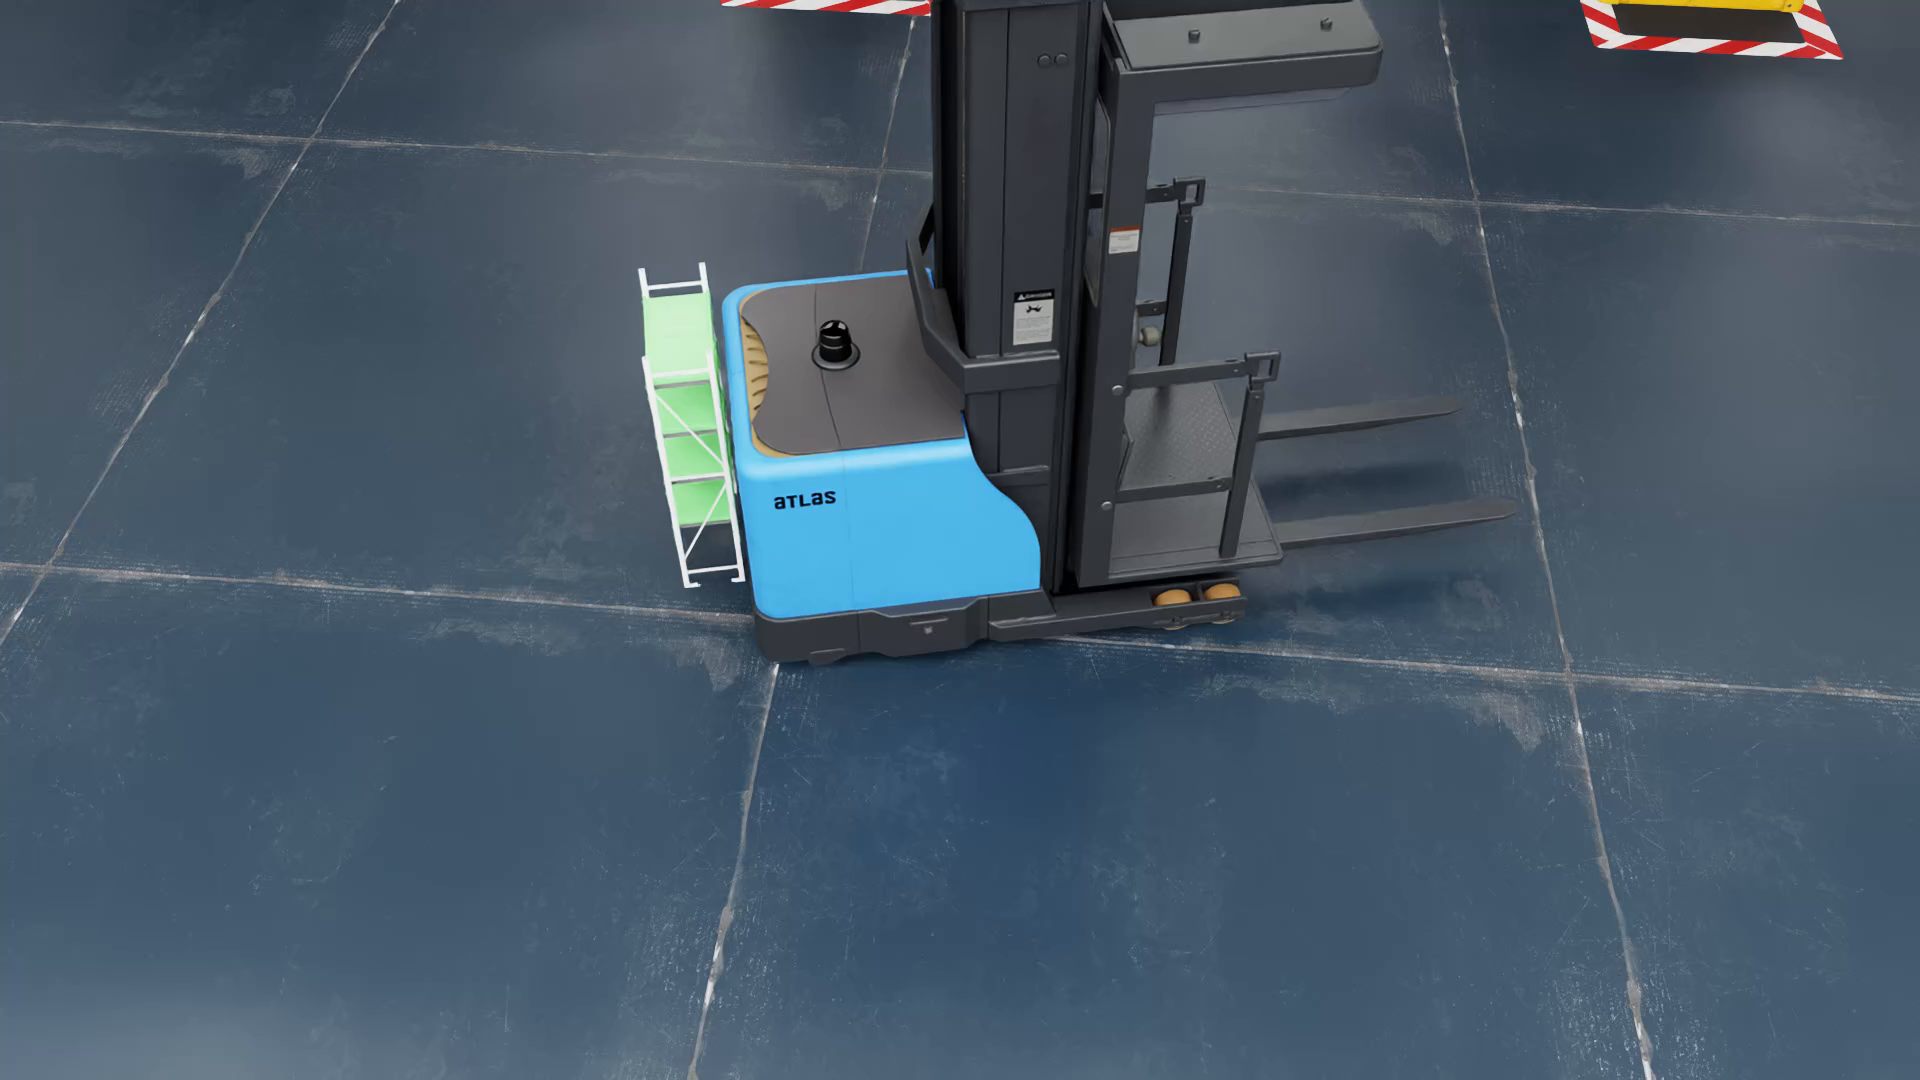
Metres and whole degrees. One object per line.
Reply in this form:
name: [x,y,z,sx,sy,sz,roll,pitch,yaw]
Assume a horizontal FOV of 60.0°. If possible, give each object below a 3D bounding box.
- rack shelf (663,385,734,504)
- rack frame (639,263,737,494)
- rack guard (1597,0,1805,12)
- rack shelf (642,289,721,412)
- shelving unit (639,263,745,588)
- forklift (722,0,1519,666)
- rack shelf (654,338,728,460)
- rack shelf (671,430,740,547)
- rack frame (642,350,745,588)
rack shelf: [-1.013,-0.368,6.386,0.258,0.148,0.480,-7,48,-6]
rack frame: [-1.050,-0.589,6.501,0.240,1.200,0.015,-7,48,-6]
rack guard: [4.276,-3.359,9.510,1.175,0.500,0.348,4,48,4]
rack shelf: [-1.013,-0.692,6.032,0.258,0.148,0.480,-7,48,-6]
shelving unit: [-1.013,-0.411,6.339,0.258,1.200,0.503,-7,48,-6]
forklift: [0.664,-1.022,5.725,3.031,2.935,1.130,-7,48,-6]
rack shelf: [-1.013,-0.530,6.209,0.258,0.148,0.480,-7,48,-6]
rack shelf: [-1.013,-0.206,6.563,0.258,0.148,0.480,-7,48,-6]
rack frame: [-0.975,-0.233,6.176,0.240,1.200,0.015,-7,48,-6]
